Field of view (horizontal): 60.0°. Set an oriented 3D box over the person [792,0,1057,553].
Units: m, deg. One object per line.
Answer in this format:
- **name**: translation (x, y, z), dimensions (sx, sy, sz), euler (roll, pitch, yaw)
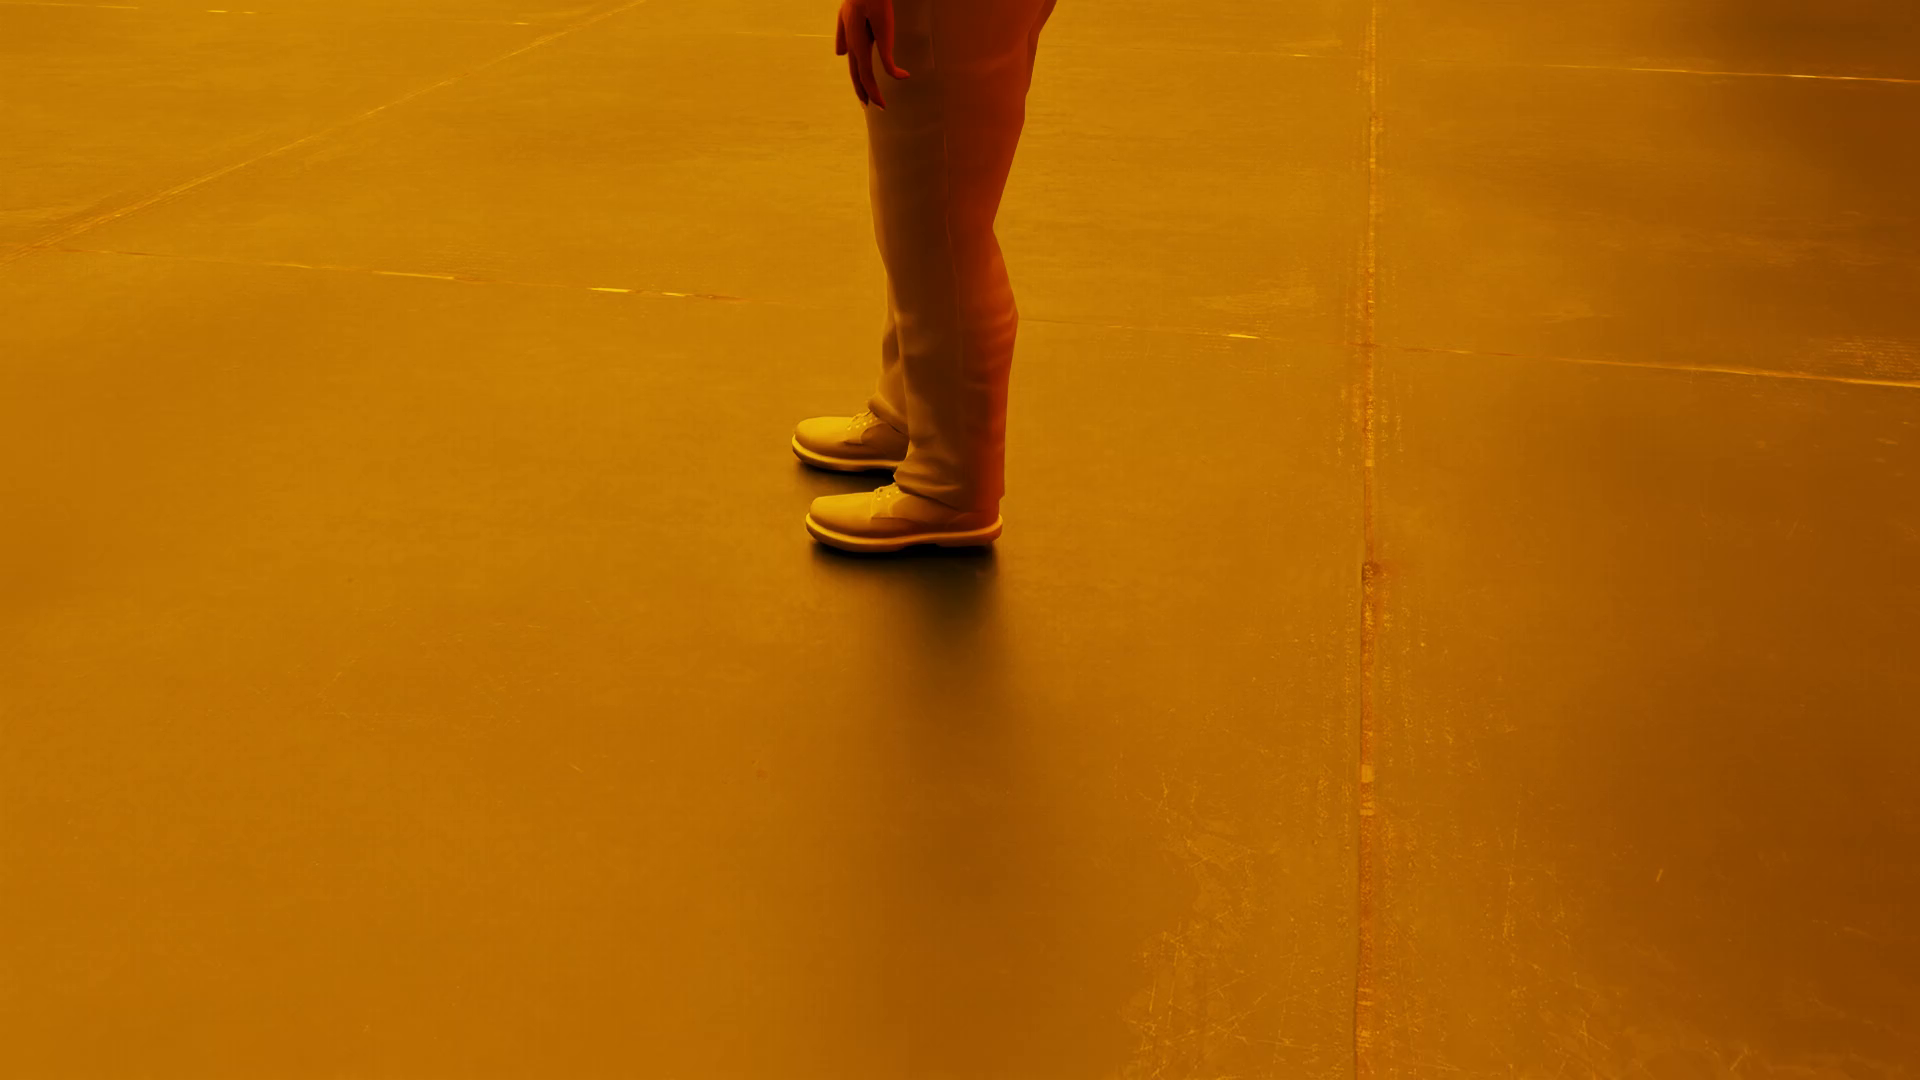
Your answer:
- **person**: translation (-0.069, -0.779, 2.147), dimensions (0.530, 1.695, 0.570), euler (6, 27, 11)
